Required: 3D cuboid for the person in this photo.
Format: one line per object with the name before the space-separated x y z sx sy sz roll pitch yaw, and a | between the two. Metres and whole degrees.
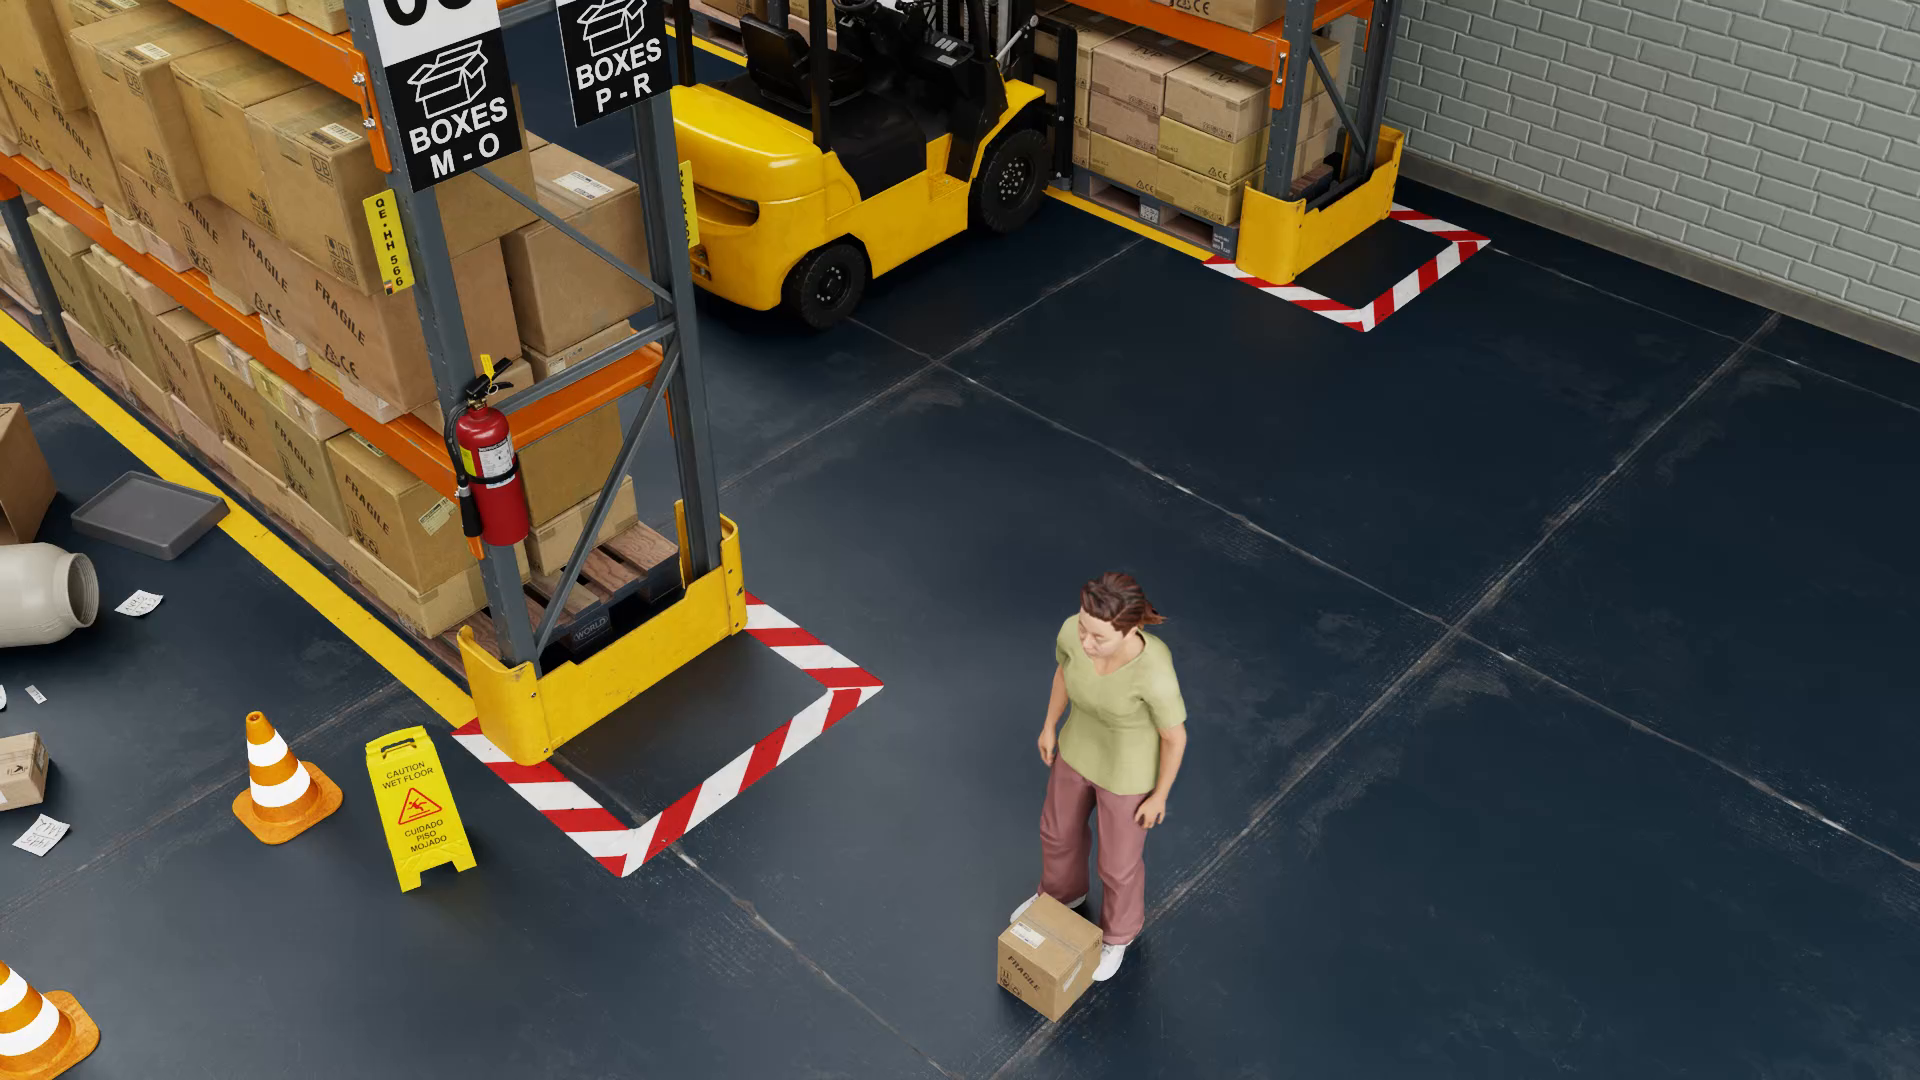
person | 0.455 0.727 5.273 0.499 1.673 0.357 31 48 32
